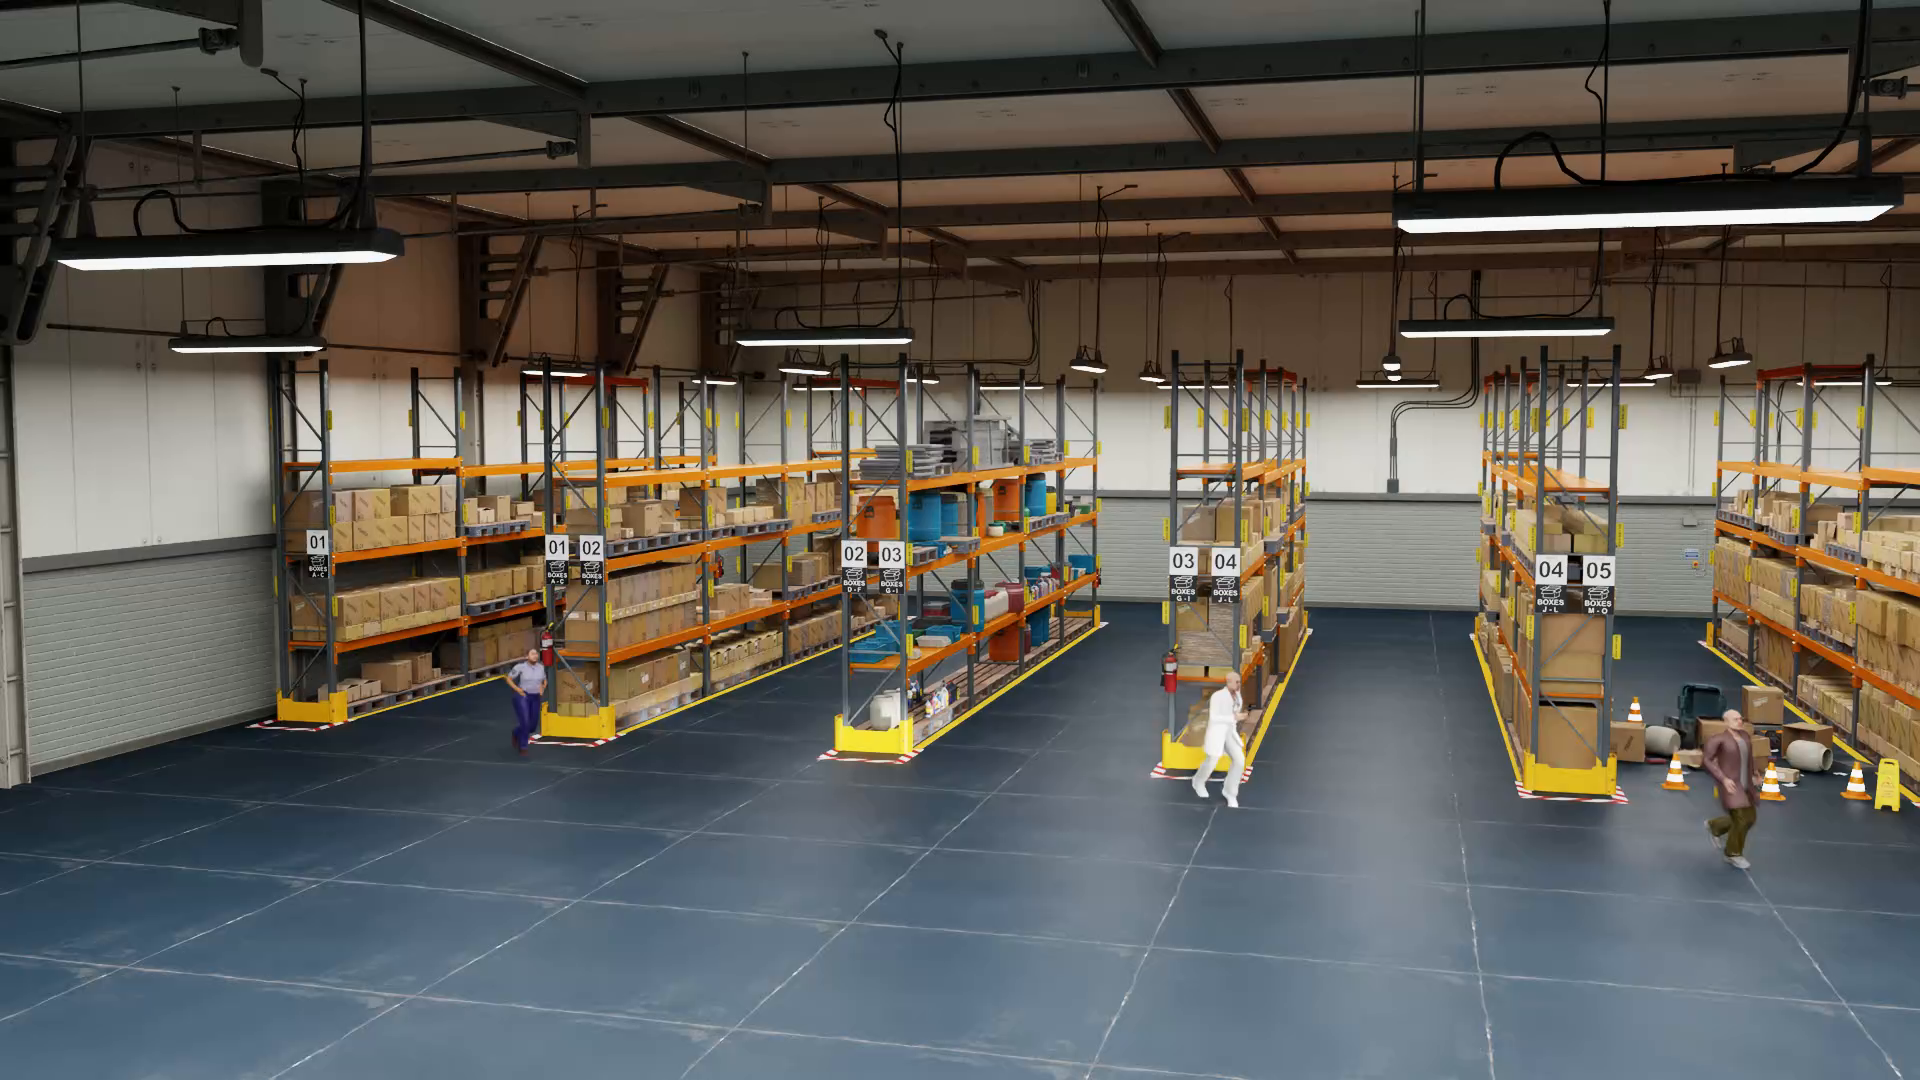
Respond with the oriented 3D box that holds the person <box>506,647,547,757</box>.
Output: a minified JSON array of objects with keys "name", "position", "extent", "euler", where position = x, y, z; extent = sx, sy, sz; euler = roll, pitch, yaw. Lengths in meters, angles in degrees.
[{"name":"person","position":[-6.530,2.460,25.090],"extent":[0.648,1.536,0.682],"euler":[-4,6,-42]}]

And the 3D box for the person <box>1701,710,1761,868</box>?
[{"name":"person","position":[8.716,2.787,18.832],"extent":[0.707,1.753,0.672],"euler":[-2,4,-23]}]

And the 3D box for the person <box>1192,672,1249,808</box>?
[{"name":"person","position":[3.408,2.656,21.712],"extent":[0.728,1.723,1.005],"euler":[-3,5,-36]}]
